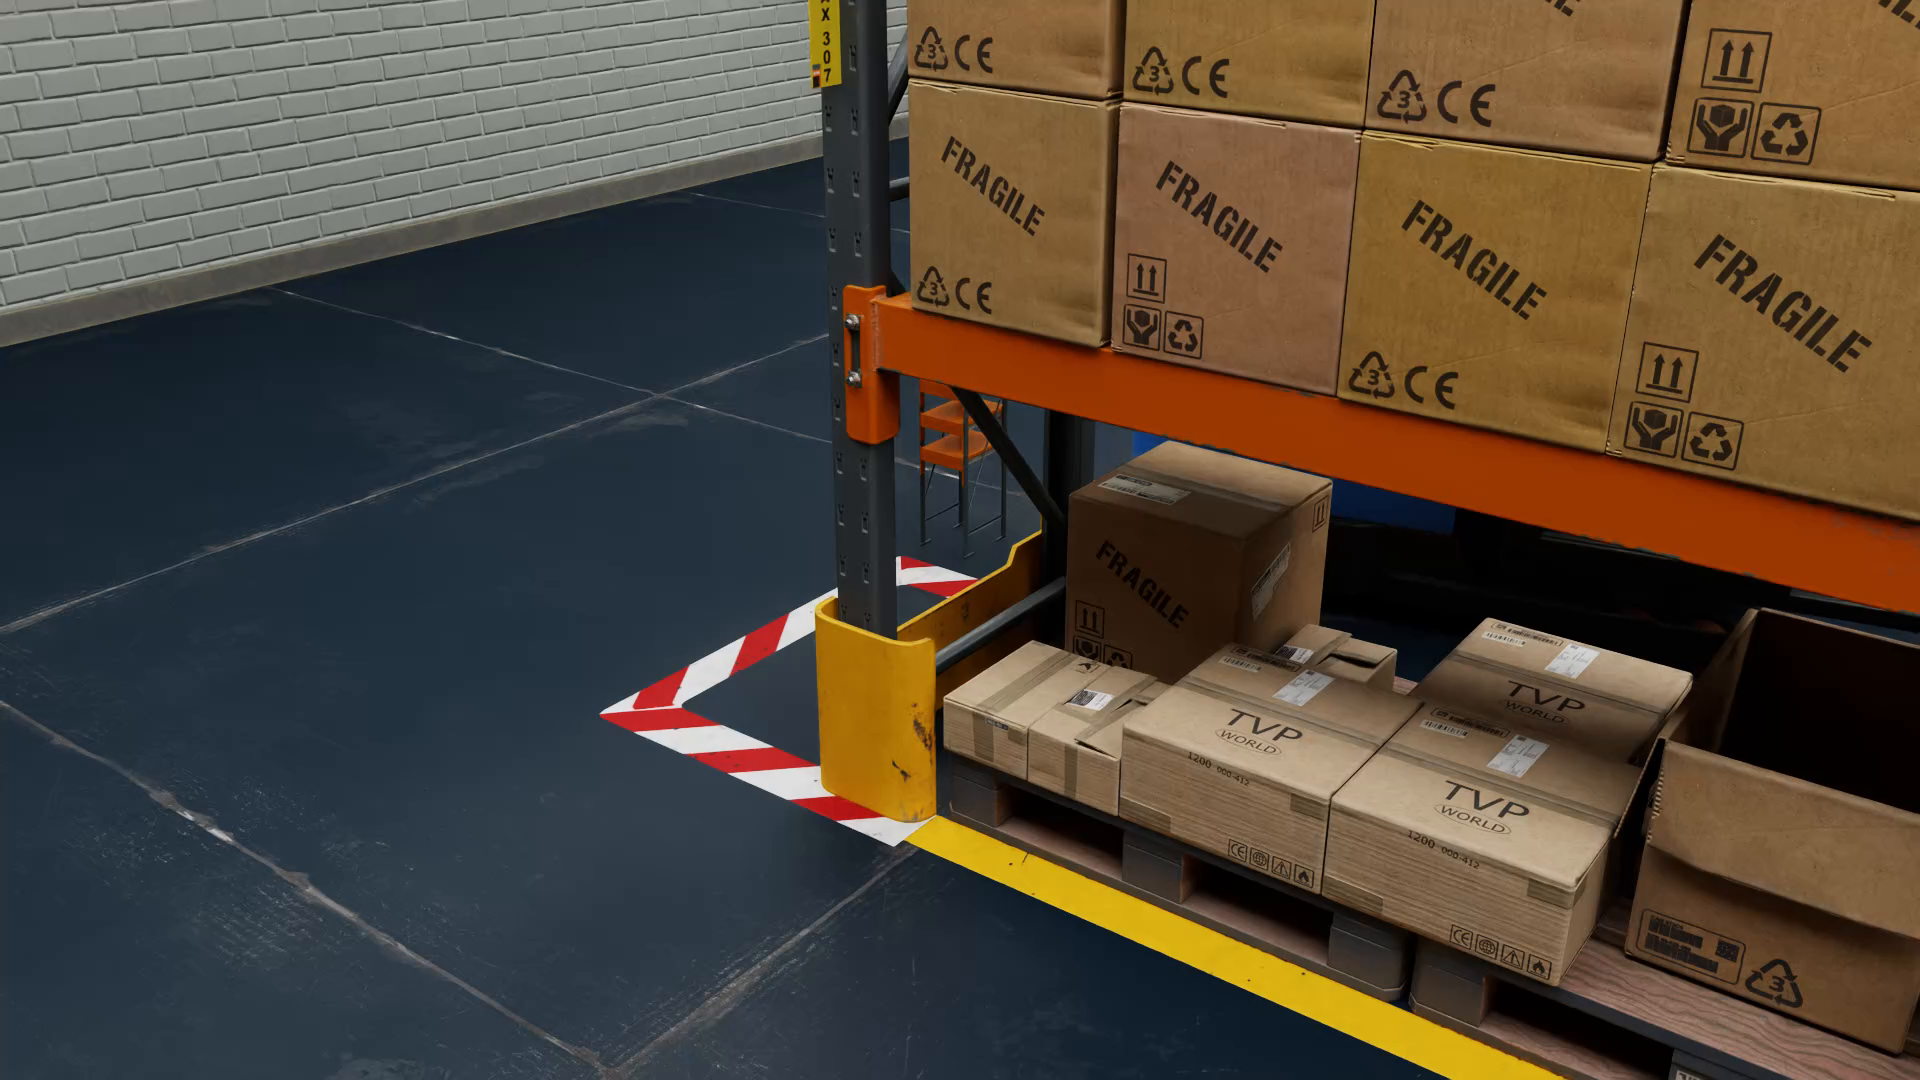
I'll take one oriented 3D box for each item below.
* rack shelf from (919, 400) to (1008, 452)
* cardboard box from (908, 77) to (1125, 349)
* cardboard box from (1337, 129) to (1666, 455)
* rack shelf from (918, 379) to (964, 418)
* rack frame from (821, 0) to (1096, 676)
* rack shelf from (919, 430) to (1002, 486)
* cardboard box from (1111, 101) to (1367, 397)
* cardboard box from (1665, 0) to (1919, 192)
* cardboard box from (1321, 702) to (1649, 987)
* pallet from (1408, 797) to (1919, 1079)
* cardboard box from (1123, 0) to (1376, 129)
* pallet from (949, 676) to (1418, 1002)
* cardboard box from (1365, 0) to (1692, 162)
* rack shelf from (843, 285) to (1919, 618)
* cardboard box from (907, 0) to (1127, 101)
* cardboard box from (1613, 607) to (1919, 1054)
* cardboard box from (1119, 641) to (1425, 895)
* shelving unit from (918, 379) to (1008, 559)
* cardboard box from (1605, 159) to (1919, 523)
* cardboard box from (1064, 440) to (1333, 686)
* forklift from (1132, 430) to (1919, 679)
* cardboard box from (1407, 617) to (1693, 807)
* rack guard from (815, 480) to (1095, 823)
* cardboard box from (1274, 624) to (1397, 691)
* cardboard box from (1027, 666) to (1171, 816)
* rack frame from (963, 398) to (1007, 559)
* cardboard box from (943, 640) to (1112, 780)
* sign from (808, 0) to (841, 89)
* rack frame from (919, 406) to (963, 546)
[{"bbox_3d":[0.012,-0.395,5.566,0.180,0.103,0.258,17,29,33],"label":"rack shelf"},{"bbox_3d":[0.238,-0.758,3.626,0.500,0.500,0.500,18,29,34],"label":"cardboard box"},{"bbox_3d":[1.054,-0.512,3.069,0.500,0.500,0.500,17,29,33],"label":"cardboard box"},{"bbox_3d":[0.012,-0.505,5.518,0.180,0.103,0.258,17,29,33],"label":"rack shelf"},{"bbox_3d":[0.041,-0.904,4.082,0.127,3.000,1.000,17,29,33],"label":"rack frame"},{"bbox_3d":[0.012,-0.285,5.615,0.180,0.103,0.258,17,29,33],"label":"rack shelf"},{"bbox_3d":[0.654,-0.635,3.346,0.500,0.500,0.500,16,29,33],"label":"cardboard box"},{"bbox_3d":[1.465,-0.846,2.586,0.500,0.500,0.500,17,29,33],"label":"cardboard box"},{"bbox_3d":[1.106,0.617,3.493,0.500,0.250,0.500,17,29,33],"label":"cardboard box"},{"bbox_3d":[1.712,0.878,3.496,1.213,0.211,1.003,17,29,33],"label":"pallet"},{"bbox_3d":[0.661,-1.091,3.143,0.500,0.500,0.500,17,29,34],"label":"cardboard box"},{"bbox_3d":[0.740,0.583,4.166,1.213,0.211,1.003,17,29,33],"label":"pallet"},{"bbox_3d":[1.058,-0.969,2.864,0.500,0.500,0.500,17,29,34],"label":"cardboard box"},{"bbox_3d":[1.641,-0.092,3.130,4.000,0.370,1.077,17,29,33],"label":"rack shelf"},{"bbox_3d":[0.238,-1.215,3.424,0.500,0.500,0.500,18,29,35],"label":"cardboard box"},{"bbox_3d":[1.735,0.551,3.329,0.637,0.503,0.797,17,29,33],"label":"cardboard box"},{"bbox_3d":[0.706,0.497,3.767,0.500,0.250,0.500,17,29,33],"label":"cardboard box"},{"bbox_3d":[0.012,-0.546,5.500,0.189,1.200,0.258,17,29,33],"label":"shelving unit"},{"bbox_3d":[1.453,-0.391,2.793,0.500,0.500,0.500,17,29,34],"label":"cardboard box"},{"bbox_3d":[0.624,0.090,4.380,0.500,0.500,0.500,17,29,33],"label":"cardboard box"},{"bbox_3d":[2.108,-1.182,4.798,3.031,2.935,1.130,10,26,22],"label":"forklift"},{"bbox_3d":[1.366,0.444,3.887,0.500,0.250,0.500,17,29,33],"label":"cardboard box"},{"bbox_3d":[0.102,0.258,4.545,0.348,0.500,1.175,17,29,33],"label":"rack guard"},{"bbox_3d":[0.894,0.370,4.159,0.250,0.166,0.380,17,29,33],"label":"cardboard box"},{"bbox_3d":[0.370,0.463,3.946,0.250,0.166,0.380,17,29,33],"label":"cardboard box"},{"bbox_3d":[0.085,-0.523,5.450,0.006,1.200,0.240,17,29,33],"label":"rack frame"},{"bbox_3d":[0.170,0.411,4.087,0.250,0.149,0.380,17,29,33],"label":"cardboard box"},{"bbox_3d":[-0.285,-1.125,3.510,0.005,0.325,0.100,17,29,33],"label":"sign"},{"bbox_3d":[-0.062,-0.568,5.550,0.006,1.200,0.240,17,29,33],"label":"rack frame"}]
